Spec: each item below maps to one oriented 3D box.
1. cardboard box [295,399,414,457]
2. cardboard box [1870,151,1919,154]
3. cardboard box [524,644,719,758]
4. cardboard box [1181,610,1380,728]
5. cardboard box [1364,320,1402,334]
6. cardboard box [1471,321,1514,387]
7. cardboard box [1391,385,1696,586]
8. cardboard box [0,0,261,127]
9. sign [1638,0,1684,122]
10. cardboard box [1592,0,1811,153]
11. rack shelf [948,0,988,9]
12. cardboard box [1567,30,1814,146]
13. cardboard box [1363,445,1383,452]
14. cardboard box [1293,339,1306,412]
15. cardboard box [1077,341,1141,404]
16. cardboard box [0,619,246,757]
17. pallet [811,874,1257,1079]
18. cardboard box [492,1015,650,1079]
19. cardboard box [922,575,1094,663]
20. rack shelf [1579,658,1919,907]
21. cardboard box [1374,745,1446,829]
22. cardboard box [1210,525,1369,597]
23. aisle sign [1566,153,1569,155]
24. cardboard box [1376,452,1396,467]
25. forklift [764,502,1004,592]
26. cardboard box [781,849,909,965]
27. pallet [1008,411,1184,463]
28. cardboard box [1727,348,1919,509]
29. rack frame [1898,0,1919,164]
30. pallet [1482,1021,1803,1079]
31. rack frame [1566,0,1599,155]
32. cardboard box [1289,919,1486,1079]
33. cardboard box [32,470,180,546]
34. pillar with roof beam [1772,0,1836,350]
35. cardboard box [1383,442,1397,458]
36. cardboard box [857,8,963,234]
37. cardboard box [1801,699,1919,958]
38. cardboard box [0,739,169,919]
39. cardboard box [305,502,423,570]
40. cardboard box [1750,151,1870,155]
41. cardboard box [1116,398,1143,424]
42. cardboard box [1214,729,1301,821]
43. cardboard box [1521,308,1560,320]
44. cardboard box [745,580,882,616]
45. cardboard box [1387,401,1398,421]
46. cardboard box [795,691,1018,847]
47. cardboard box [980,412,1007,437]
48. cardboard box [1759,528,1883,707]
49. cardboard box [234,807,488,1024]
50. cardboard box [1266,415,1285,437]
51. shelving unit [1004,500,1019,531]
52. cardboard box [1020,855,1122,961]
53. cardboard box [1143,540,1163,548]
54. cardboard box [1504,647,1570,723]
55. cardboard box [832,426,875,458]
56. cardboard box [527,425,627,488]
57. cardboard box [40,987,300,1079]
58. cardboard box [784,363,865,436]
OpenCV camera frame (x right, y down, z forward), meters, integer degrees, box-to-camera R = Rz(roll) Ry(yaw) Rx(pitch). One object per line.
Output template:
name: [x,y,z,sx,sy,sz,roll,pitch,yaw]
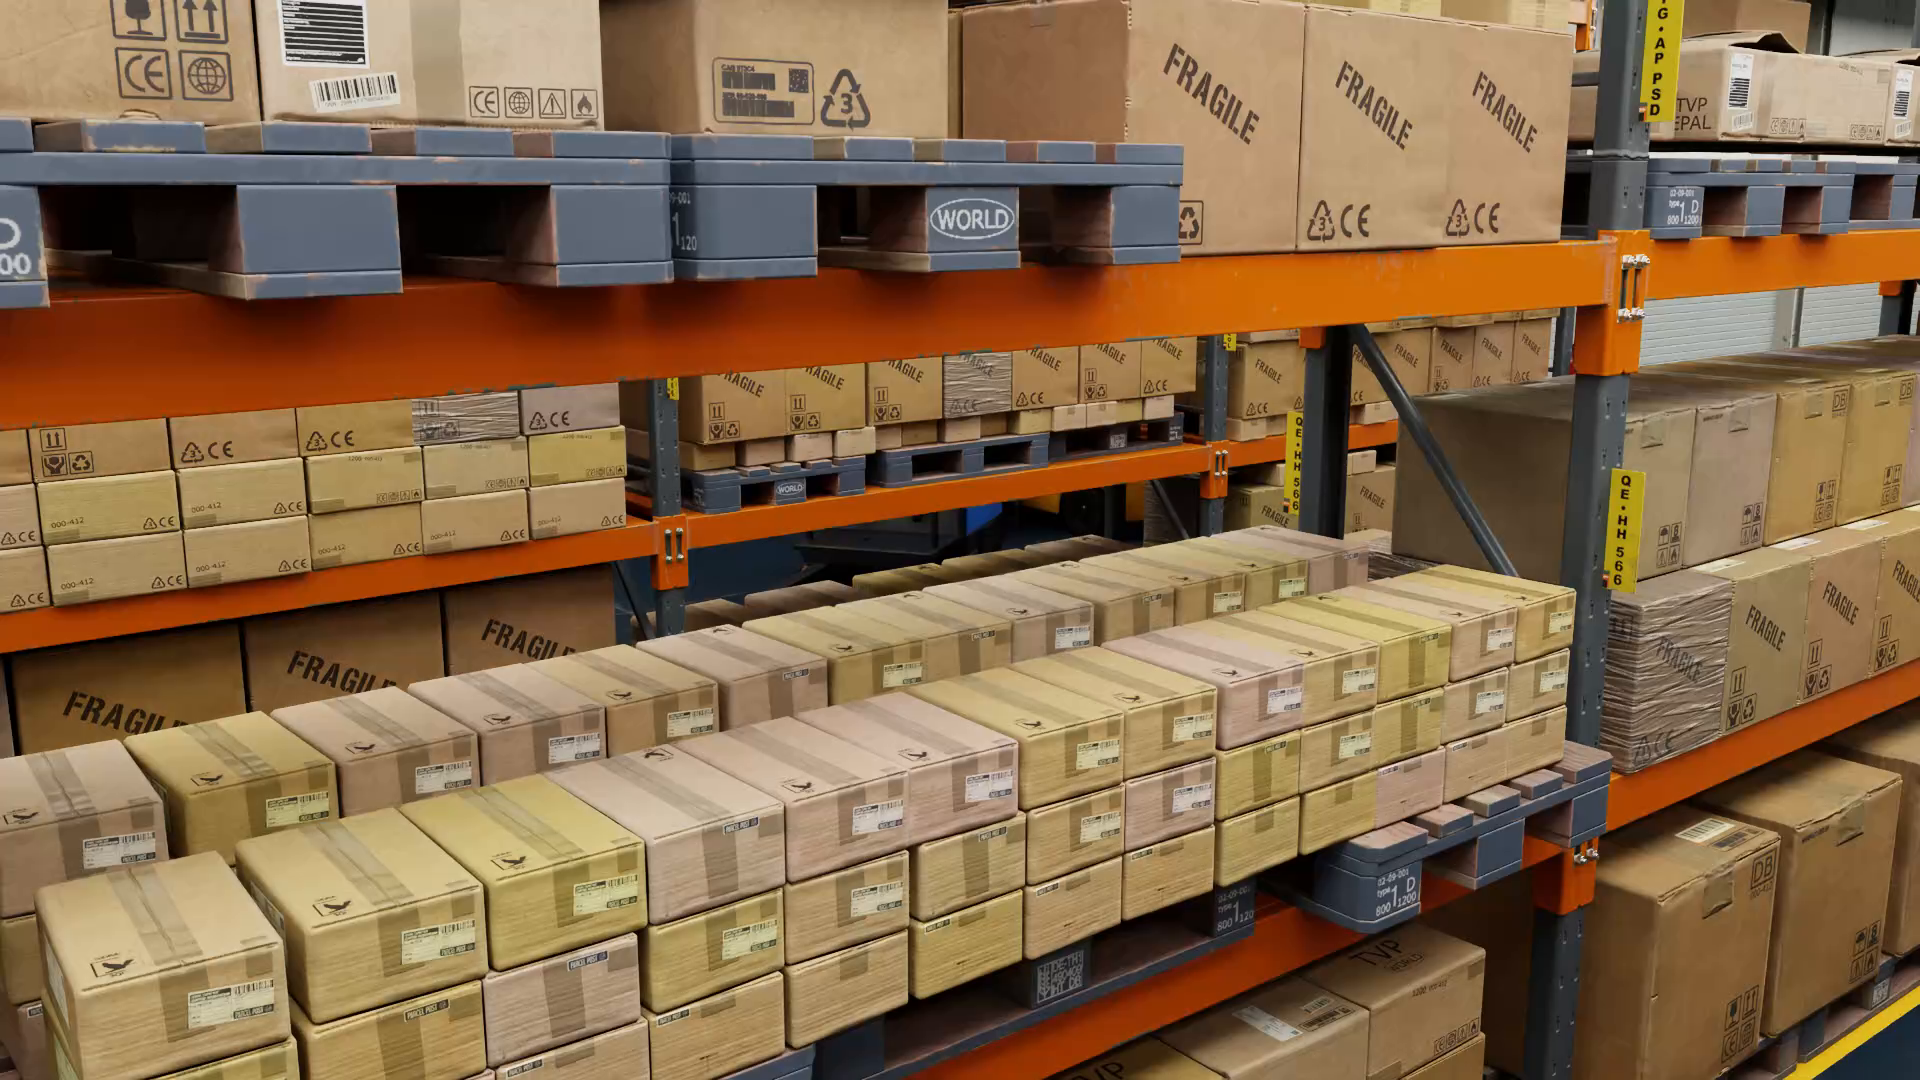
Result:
cardboard box: [-2.783,-0.670,7.415,0.500,0.500,0.500,-9,15,-38]
cardboard box: [3.712,-1.554,6.115,0.500,0.250,0.500,-10,15,-38]
cardboard box: [-0.705,0.345,3.444,0.250,0.149,0.380,-10,16,-39]
cardboard box: [0.711,0.283,3.737,0.250,0.149,0.380,-9,15,-36]
cardboard box: [2.668,-1.721,11.647,0.500,0.500,0.700,-10,15,-39]
cardboard box: [3.846,-1.426,12.666,0.500,0.500,0.500,-9,15,-38]
cardboard box: [1.772,-0.178,5.096,0.500,0.500,0.700,-10,15,-38]
cardboard box: [-1.343,-0.817,2.281,0.500,0.500,0.700,-9,15,-38]
sign: [1.753,-1.215,4.163,0.005,0.325,0.100,-9,15,-38]
cardboard box: [2.598,-1.625,5.844,0.500,0.500,0.500,-9,15,-38]
rack shelf: [-0.194,-3.019,9.378,4.000,0.370,1.077,-9,15,-38]
cardboard box: [2.118,-1.319,4.862,0.500,0.311,0.500,-9,15,-38]
cardboard box: [3.265,-0.507,13.096,0.500,0.500,0.500,-10,16,-40]
cardboard box: [2.263,-1.167,11.446,0.500,0.500,0.500,-10,15,-38]
cardboard box: [0.764,-1.130,10.261,0.500,0.500,0.500,-9,15,-37]
cardboard box: [-3.744,0.768,7.393,0.875,0.875,0.875,-9,15,-36]
pallet: [-0.104,0.774,3.723,1.213,0.211,1.003,-9,15,-38]
cardboard box: [-0.702,0.808,2.695,0.250,0.149,0.380,-9,15,-37]
cardboard box: [0.114,0.208,4.089,0.250,0.149,0.380,-9,15,-35]
rack shelf: [2.977,0.509,6.240,4.000,0.370,1.077,-9,15,-38]
cardboard box: [0.922,0.538,3.966,0.250,0.149,0.380,-9,15,-37]
cardboard box: [0.930,0.073,4.727,0.250,0.149,0.380,-9,15,-38]
aisle sign: [4.721,-2.644,13.098,0.004,0.787,0.394,-9,15,-38]
cardboard box: [3.225,-0.359,12.402,0.500,0.500,0.500,-10,15,-39]
forklift: [-0.573,-1.108,12.292,1.130,2.935,3.031,4,13,18]
cardboard box: [-0.299,0.595,2.984,0.250,0.149,0.380,-9,15,-35]
pallet: [0.680,-0.722,10.771,1.213,0.211,1.003,-9,15,-38]
cardboard box: [3.360,-0.442,6.341,0.500,0.500,0.700,-9,15,-37]
rack frame: [4.539,-3.037,6.765,0.127,3.000,1.000,-9,15,-38]
pallet: [2.078,1.691,5.657,1.213,0.211,1.003,-9,15,-38]
rack frame: [4.491,-4.345,12.928,0.127,3.000,1.000,-9,15,-38]
cardboard box: [1.045,1.199,4.464,0.500,0.250,0.500,-10,15,-39]
cardboard box: [-3.559,-0.170,6.864,0.500,0.250,0.500,-9,15,-37]
pillar with roof beam: [17.026,-6.843,24.692,0.400,9.000,9.100,-9,15,-38]
cardboard box: [3.379,-0.685,12.373,0.250,0.149,0.380,-9,15,-35]
cardboard box: [0.030,-0.937,3.855,0.500,0.500,0.500,-9,15,-38]
cardboard box: [3.355,1.013,6.543,0.750,0.750,1.050,-9,15,-38]
cardboard box: [-1.516,0.479,2.814,0.250,0.149,0.380,-9,15,-35]
cardboard box: [-2.781,-0.060,7.551,0.500,0.250,0.500,-10,15,-38]
cardboard box: [3.282,-1.561,6.391,0.250,0.149,0.380,-9,15,-38]
cardboard box: [0.922,-0.831,10.417,0.250,0.149,0.380,-10,16,-39]
cardboard box: [0.512,0.461,3.615,0.250,0.149,0.380,-10,15,-38]
cardboard box: [4.229,-1.993,12.927,0.500,0.500,0.700,-10,16,-39]
cardboard box: [-0.737,0.538,9.687,0.625,0.372,0.950,-10,15,-39]
cardboard box: [2.998,-0.959,12.031,0.250,0.149,0.380,-10,15,-38]
cardboard box: [-0.104,0.418,3.100,0.250,0.149,0.380,-9,15,-36]
cardboard box: [0.063,-0.715,9.869,0.250,0.149,0.380,-10,16,-40]
cardboard box: [2.724,0.222,5.622,0.500,0.500,0.500,-9,15,-38]
cardboard box: [-0.899,0.549,2.484,0.250,0.149,0.380,-9,15,-36]
cardboard box: [1.979,-0.799,11.275,0.250,0.149,0.380,-9,15,-36]
shelving unit: [0.094,-0.794,14.256,0.755,1.500,0.431,-10,15,-38]
cardboard box: [0.102,0.674,3.325,0.250,0.149,0.380,-10,16,-40]
cardboard box: [1.662,0.127,11.916,0.500,0.250,0.500,-9,15,-35]
cardboard box: [1.314,0.327,4.245,0.250,0.149,0.380,-9,15,-37]
cardboard box: [-0.674,-0.559,9.133,0.250,0.149,0.380,-9,15,-37]
cardboard box: [-1.975,-0.440,8.136,0.500,0.250,0.500,-10,15,-38]
cardboard box: [-1.113,0.731,2.340,0.250,0.149,0.380,-9,15,-37]
cardboard box: [-0.857,-0.862,9.000,0.500,0.500,0.500,-8,15,-35]
